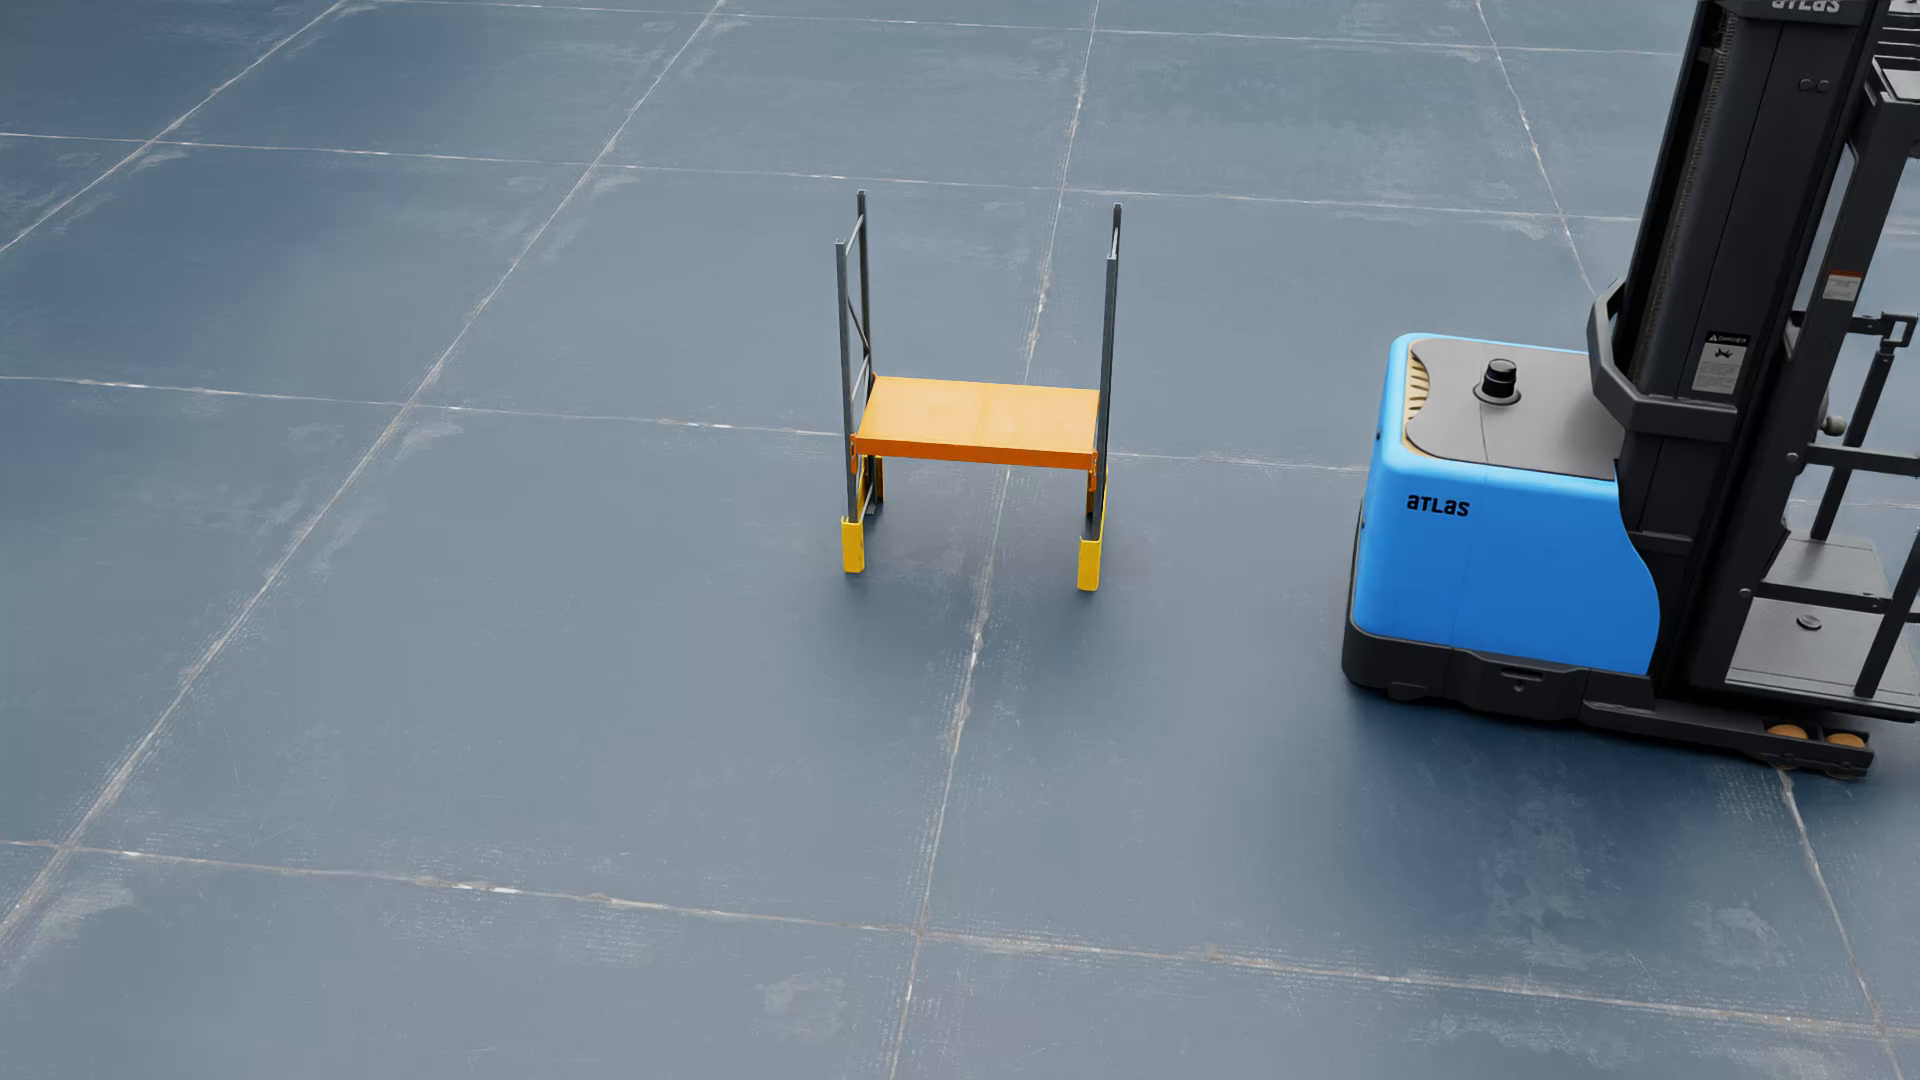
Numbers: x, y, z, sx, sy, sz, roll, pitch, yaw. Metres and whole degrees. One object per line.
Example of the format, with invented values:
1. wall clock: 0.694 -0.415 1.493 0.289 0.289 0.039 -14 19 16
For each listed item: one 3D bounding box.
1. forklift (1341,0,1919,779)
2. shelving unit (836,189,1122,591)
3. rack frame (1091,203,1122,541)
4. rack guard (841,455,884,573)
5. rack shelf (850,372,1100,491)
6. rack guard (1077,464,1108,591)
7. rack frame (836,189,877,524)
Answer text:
1. forklift: 3.050 -0.669 5.665 3.031 2.935 1.130 8 36 12
2. shelving unit: 0.076 -0.605 6.806 1.083 1.500 0.587 4 36 6
3. rack frame: 0.589 -0.567 6.753 0.032 1.500 0.500 4 36 6
4. rack guard: -0.418 -0.133 7.221 0.087 0.250 0.587 4 36 6
5. rack shelf: 0.085 -0.458 6.910 1.000 0.185 0.538 4 36 6
6. rack guard: 0.570 -0.059 7.118 0.087 0.250 0.587 4 36 6
7. rack frame: -0.420 -0.642 6.858 0.032 1.500 0.500 4 36 6
